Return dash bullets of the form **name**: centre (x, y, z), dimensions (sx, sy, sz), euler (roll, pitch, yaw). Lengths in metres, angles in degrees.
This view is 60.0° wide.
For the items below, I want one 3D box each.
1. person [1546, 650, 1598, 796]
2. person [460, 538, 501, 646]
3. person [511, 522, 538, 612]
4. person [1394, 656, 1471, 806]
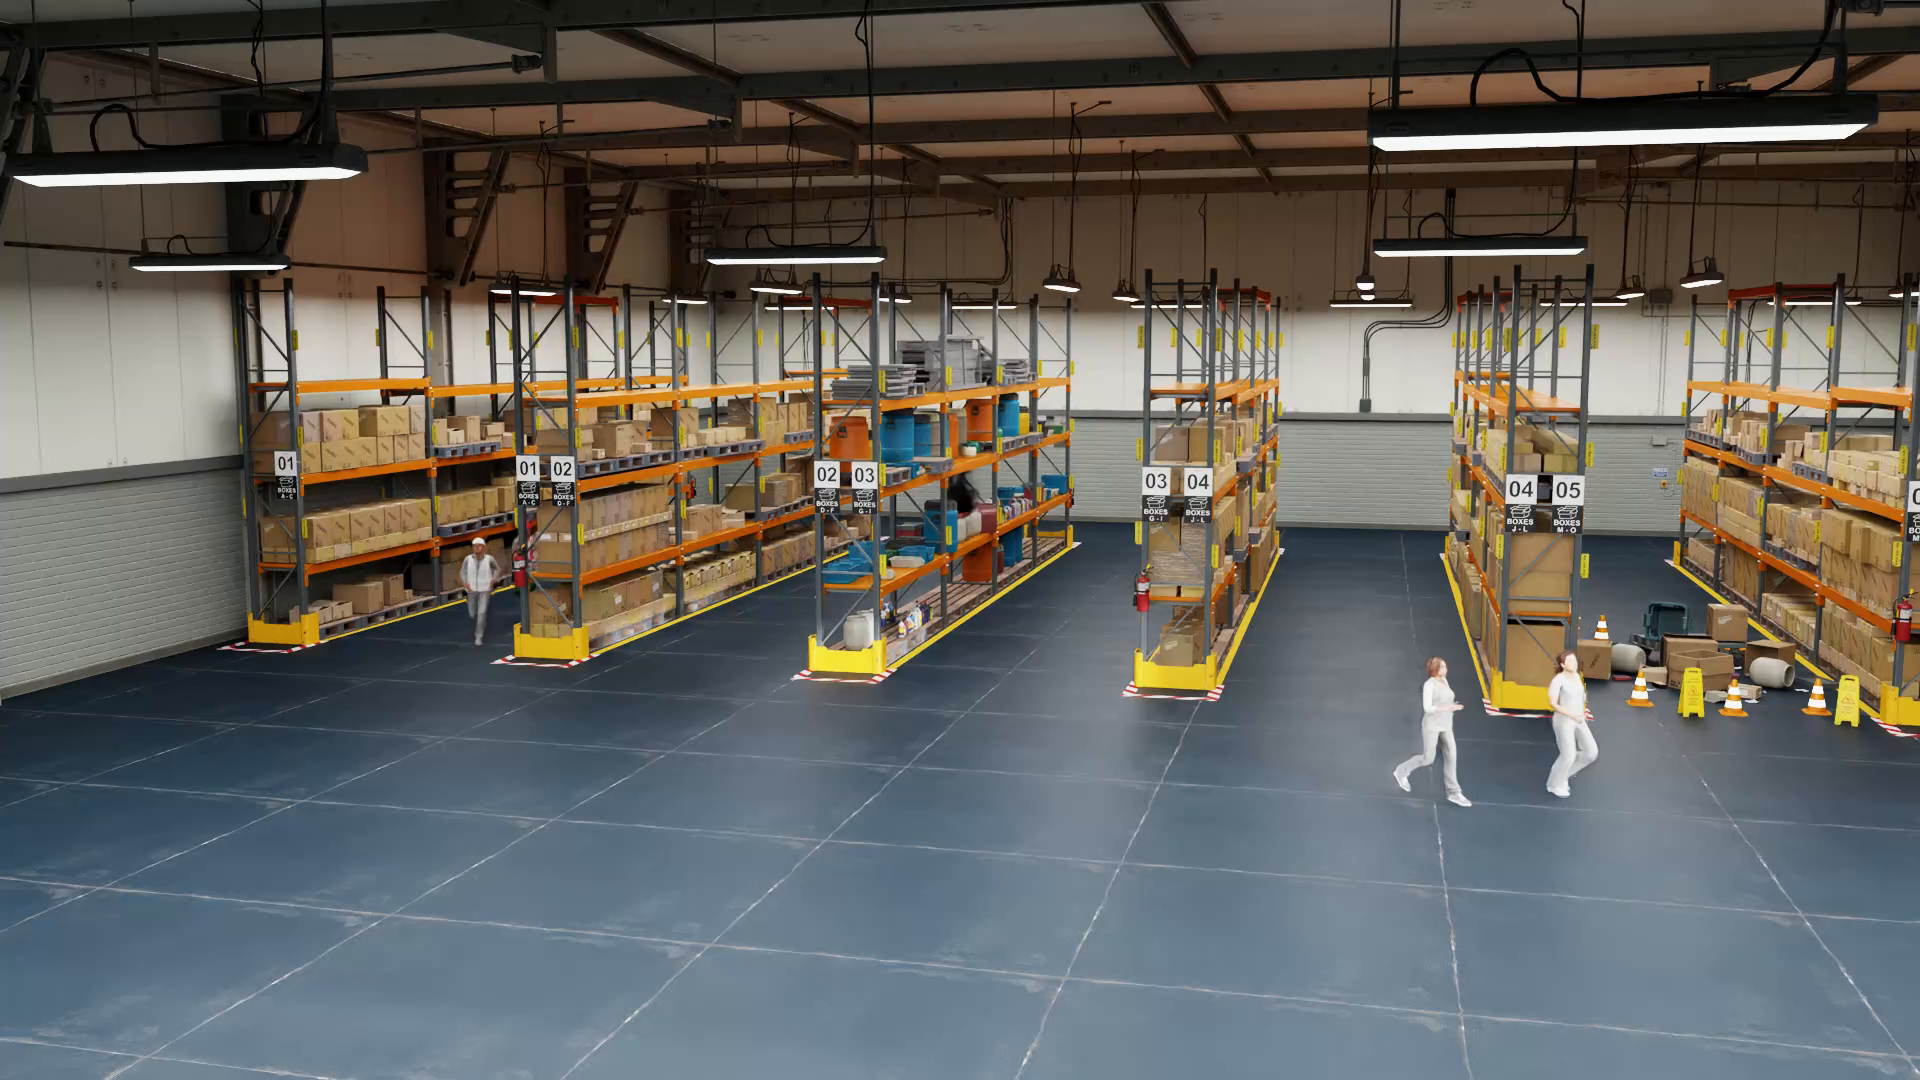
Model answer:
- **person**: centre (6.701, 2.017, 18.234), dimensions (0.578, 1.628, 0.537), euler (-4, 8, -31)
- **person**: centre (-8.027, 0.835, 27.800), dimensions (0.643, 1.759, 0.996), euler (0, 7, -1)
- **person**: centre (-7.815, 0.541, 29.992), dimensions (0.668, 1.749, 0.583), euler (1, 7, 4)
- **person**: centre (5.153, 2.045, 18.044), dimensions (0.544, 1.586, 0.879), euler (-6, 9, -43)
